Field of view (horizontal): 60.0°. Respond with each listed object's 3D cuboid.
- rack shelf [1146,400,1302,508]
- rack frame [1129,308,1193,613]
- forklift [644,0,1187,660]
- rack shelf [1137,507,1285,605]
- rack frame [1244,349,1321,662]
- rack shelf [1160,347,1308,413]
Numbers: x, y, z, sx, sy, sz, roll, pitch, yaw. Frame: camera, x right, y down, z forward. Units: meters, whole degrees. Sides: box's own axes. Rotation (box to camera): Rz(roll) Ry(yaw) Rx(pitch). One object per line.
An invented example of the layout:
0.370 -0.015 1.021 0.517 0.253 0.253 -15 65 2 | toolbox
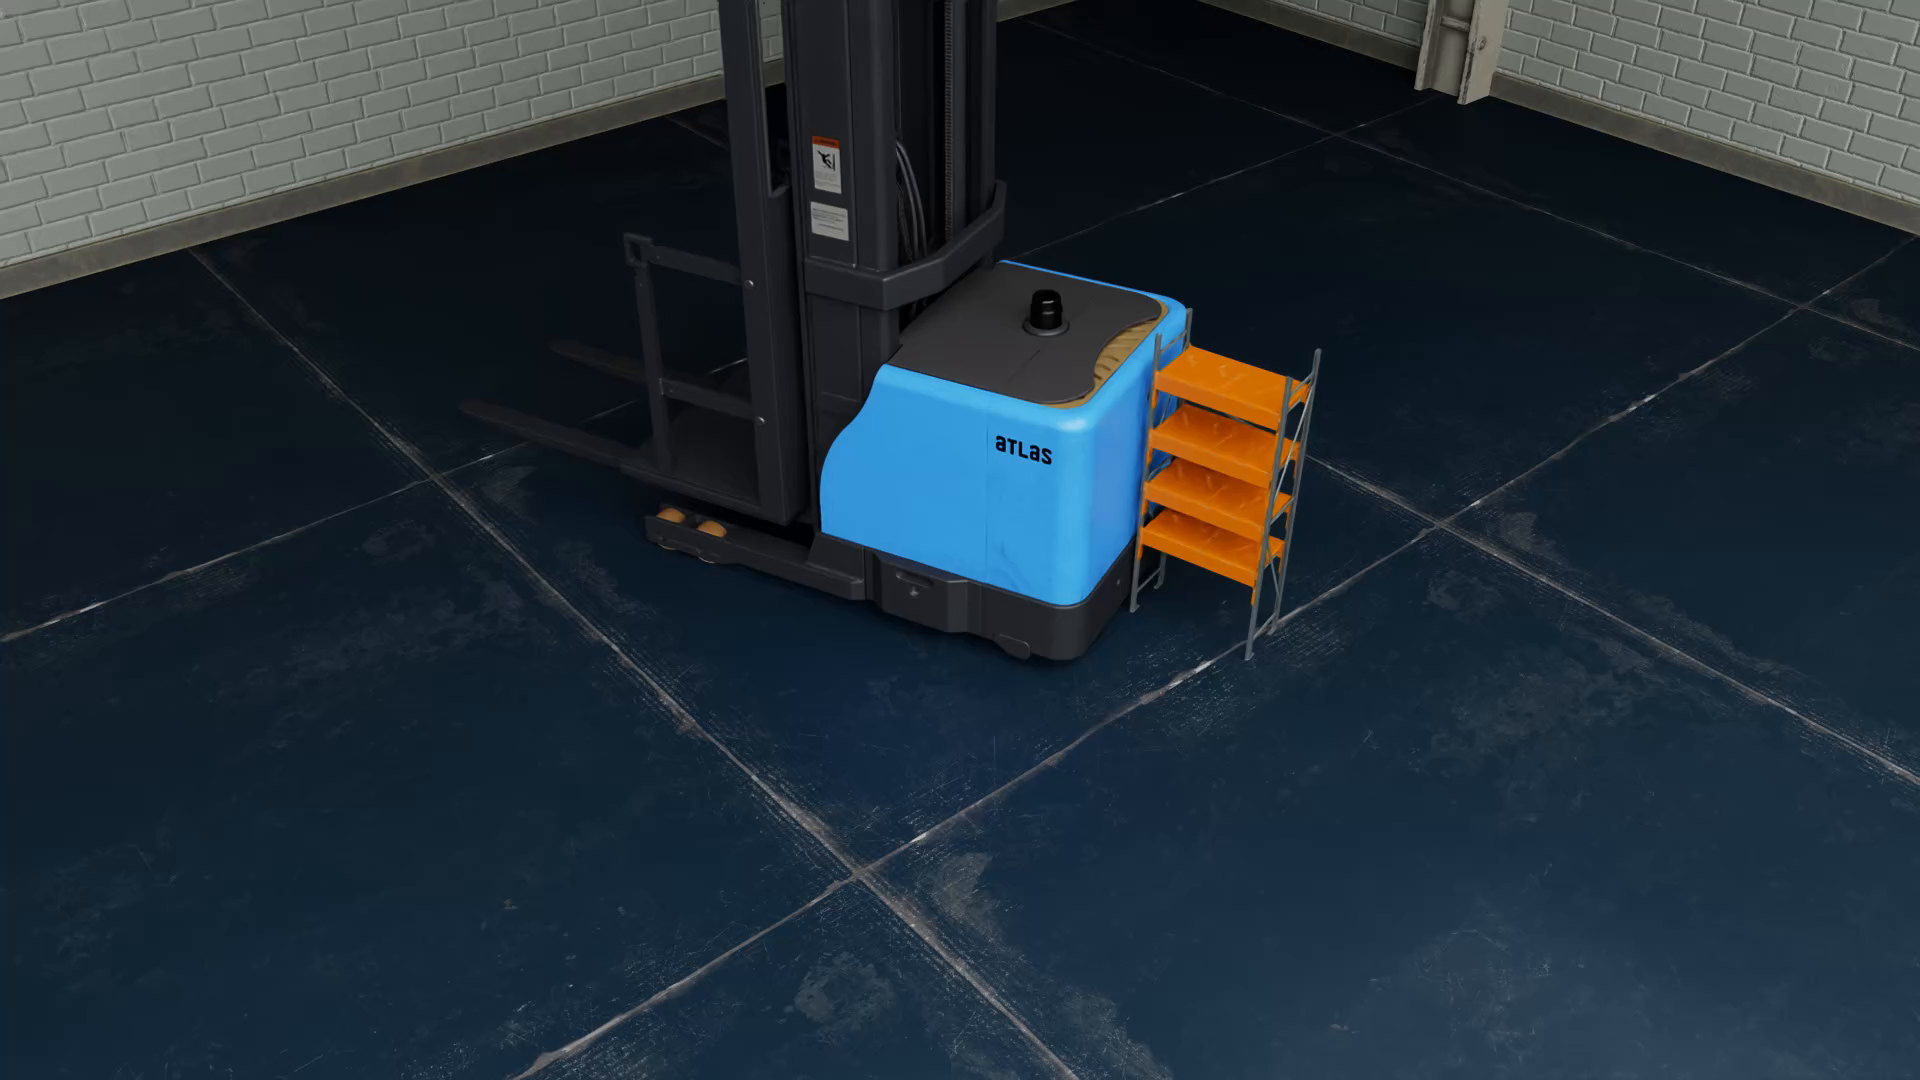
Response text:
0.932 -0.308 5.869 0.480 0.148 0.258 23 41 27 | rack shelf
0.729 -0.265 6.072 0.015 1.200 0.240 23 41 27 | rack frame
-0.201 -1.182 5.938 1.939 2.867 1.129 17 39 22 | forklift
0.926 0.034 6.116 0.480 0.148 0.258 23 41 27 | rack shelf
1.130 -0.098 5.849 0.015 1.200 0.240 23 41 27 | rack frame
0.936 -0.532 5.707 0.457 0.050 0.221 23 41 27 | rack shelf
